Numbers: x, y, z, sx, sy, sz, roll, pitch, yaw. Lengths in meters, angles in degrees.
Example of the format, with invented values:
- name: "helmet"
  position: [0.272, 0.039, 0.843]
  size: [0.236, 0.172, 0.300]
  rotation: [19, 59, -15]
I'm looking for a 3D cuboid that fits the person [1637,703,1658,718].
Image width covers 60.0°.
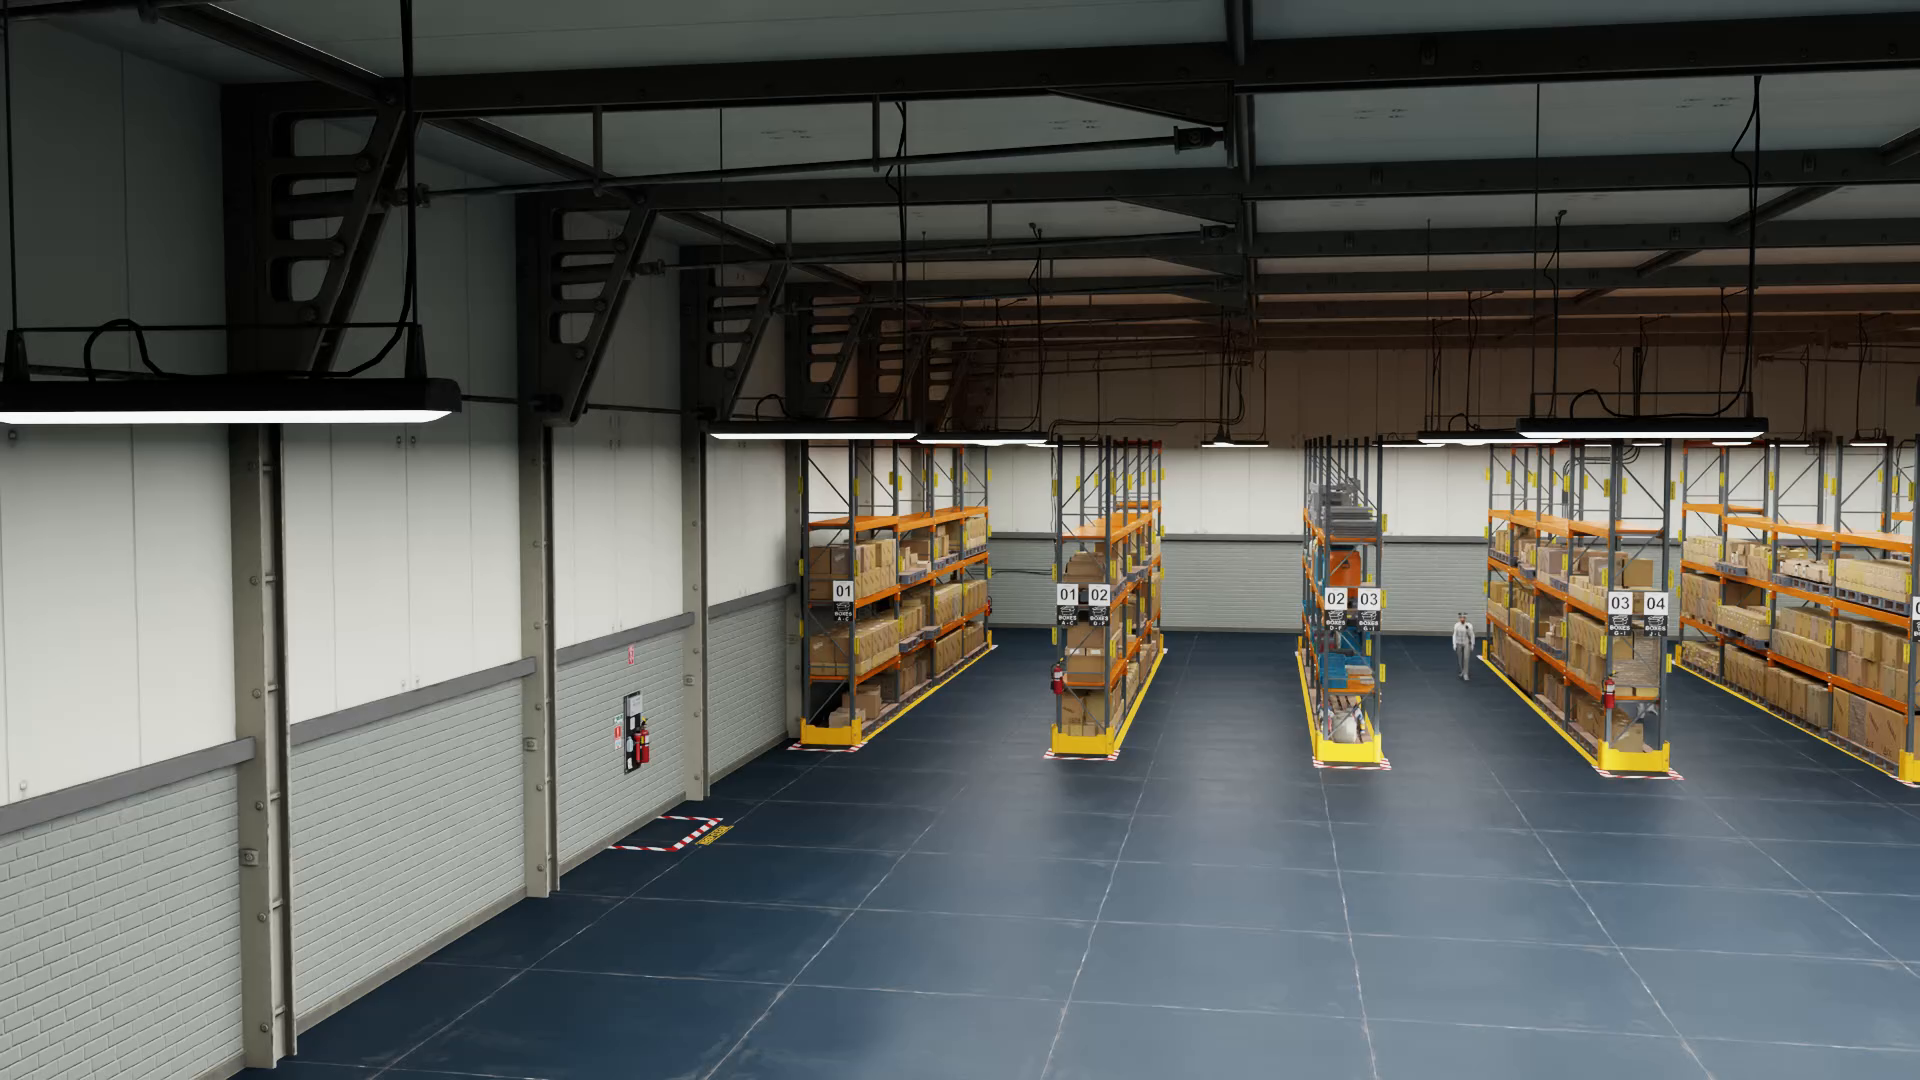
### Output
- name: "person"
  position: [14.601, 2.915, 35.498]
  size: [0.582, 1.785, 0.522]
  rotation: [1, 3, 14]

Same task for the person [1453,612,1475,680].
- name: "person"
  position: [12.610, 2.625, 41.690]
  size: [0.511, 1.640, 0.870]
  rotation: [2, 4, 32]
